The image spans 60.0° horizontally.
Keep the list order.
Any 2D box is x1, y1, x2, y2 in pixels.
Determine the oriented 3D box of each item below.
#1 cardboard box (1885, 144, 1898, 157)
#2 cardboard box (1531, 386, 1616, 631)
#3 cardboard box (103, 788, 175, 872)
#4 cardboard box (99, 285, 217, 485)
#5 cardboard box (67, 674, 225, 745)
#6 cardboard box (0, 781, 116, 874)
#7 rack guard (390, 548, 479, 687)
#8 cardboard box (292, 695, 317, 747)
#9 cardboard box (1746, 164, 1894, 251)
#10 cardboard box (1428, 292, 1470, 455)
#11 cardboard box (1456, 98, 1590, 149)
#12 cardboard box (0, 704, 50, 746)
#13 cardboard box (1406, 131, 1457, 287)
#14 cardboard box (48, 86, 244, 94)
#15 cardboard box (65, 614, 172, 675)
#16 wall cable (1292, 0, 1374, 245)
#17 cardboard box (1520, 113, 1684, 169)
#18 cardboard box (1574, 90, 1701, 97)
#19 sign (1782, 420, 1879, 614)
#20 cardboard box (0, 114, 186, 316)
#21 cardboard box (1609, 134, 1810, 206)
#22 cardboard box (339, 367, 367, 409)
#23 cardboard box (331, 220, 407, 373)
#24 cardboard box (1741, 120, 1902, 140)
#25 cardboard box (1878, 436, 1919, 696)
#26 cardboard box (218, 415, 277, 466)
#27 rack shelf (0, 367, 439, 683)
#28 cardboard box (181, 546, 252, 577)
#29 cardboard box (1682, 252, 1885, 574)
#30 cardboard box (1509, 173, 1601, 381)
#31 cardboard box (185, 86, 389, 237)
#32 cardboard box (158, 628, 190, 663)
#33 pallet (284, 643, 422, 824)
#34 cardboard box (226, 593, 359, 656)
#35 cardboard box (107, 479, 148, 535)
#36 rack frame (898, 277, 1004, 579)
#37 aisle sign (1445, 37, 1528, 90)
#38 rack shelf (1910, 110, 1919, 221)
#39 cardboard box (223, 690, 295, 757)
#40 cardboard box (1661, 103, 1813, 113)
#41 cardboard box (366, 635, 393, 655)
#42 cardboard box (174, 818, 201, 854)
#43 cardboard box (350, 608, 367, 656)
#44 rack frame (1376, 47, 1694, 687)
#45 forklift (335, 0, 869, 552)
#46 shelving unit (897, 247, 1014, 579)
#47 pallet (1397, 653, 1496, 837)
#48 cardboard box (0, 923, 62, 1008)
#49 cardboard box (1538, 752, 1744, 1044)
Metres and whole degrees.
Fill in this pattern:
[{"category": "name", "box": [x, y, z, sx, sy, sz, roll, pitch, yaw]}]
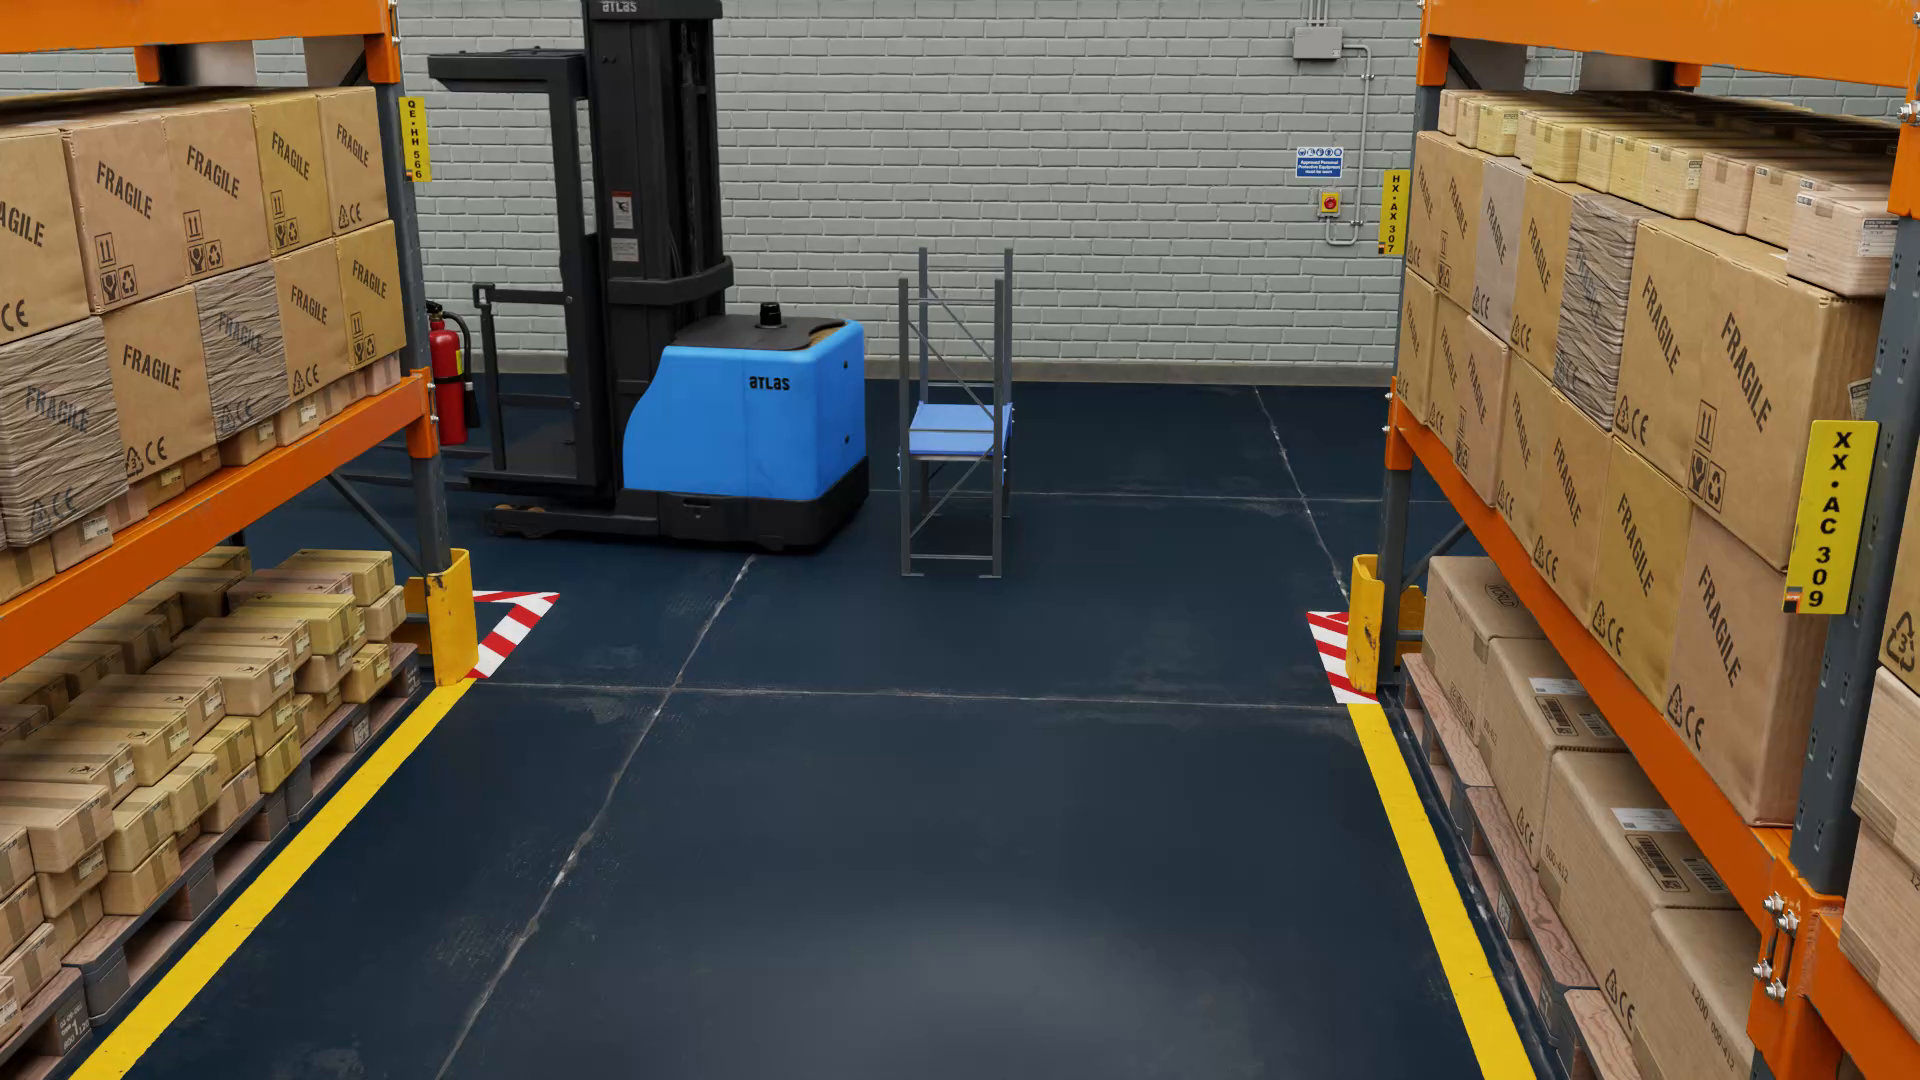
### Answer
[{"category": "cardboard box", "box": [2.348, -0.814, 3.783, 0.380, 0.149, 0.250, 1, 18, 2]}, {"category": "cardboard box", "box": [1.792, -0.087, 4.210, 0.500, 0.500, 0.500, 1, 18, 3]}, {"category": "cardboard box", "box": [-2.582, 0.853, 4.928, 0.380, 0.149, 0.250, 1, 18, 3]}, {"category": "cardboard box", "box": [-2.587, -0.466, 4.890, 0.500, 0.500, 0.500, 2, 18, 7]}, {"category": "cardboard box", "box": [-2.624, 0.551, 5.373, 0.380, 0.149, 0.250, 1, 18, 2]}, {"category": "cardboard box", "box": [-2.609, 0.795, 4.628, 0.380, 0.149, 0.250, 2, 18, 5]}, {"category": "rack guard", "box": [-2.702, 0.317, 7.153, 1.175, 0.500, 0.348, 1, 18, 4]}, {"category": "cardboard box", "box": [-2.554, 0.668, 5.971, 0.380, 0.149, 0.250, 1, 18, 4]}, {"category": "cardboard box", "box": [1.820, -0.664, 3.323, 0.380, 0.149, 0.250, 1, 18, 4]}, {"category": "cardboard box", "box": [1.918, -0.563, 5.662, 0.500, 0.500, 0.500, 1, 18, 3]}, {"category": "cardboard box", "box": [1.865, -1.381, 5.513, 0.380, 0.149, 0.250, 2, 18, 6]}, {"category": "cardboard box", "box": [-3.071, 0.622, 5.155, 0.380, 0.149, 0.250, 1, 18, 4]}, {"category": "cardboard box", "box": [1.929, -1.195, 5.988, 0.500, 0.500, 0.500, 1, 18, 3]}, {"category": "cardboard box", "box": [-2.994, -1.425, 6.211, 0.500, 0.500, 0.500, 1, 18, 4]}, {"category": "cardboard box", "box": [-3.054, 0.376, 5.908, 0.380, 0.149, 0.250, 0, 18, 1]}, {"category": "wall cable", "box": [2.629, -3.065, 11.778, 0.585, 1.953, 0.123, 1, 18, 4]}, {"category": "cardboard box", "box": [1.838, -1.140, 4.776, 0.380, 0.149, 0.250, 1, 18, 4]}, {"category": "cardboard box", "box": [2.422, -1.531, 5.969, 0.380, 0.149, 0.250, 2, 18, 5]}, {"category": "sign", "box": [1.407, -0.034, 2.693, 0.100, 0.325, 0.005, 1, 18, 4]}, {"category": "cardboard box", "box": [-2.581, -0.928, 4.693, 0.500, 0.500, 0.500, 1, 18, 2]}, {"category": "cardboard box", "box": [1.820, -0.903, 4.052, 0.380, 0.149, 0.250, 1, 18, 3]}, {"category": "cardboard box", "box": [-2.494, -0.591, 6.314, 0.380, 0.149, 0.250, 1, 18, 4]}, {"category": "cardboard box", "box": [-2.472, -0.938, 6.331, 0.500, 0.500, 0.500, 2, 18, 5]}, {"category": "cardboard box", "box": [2.347, -1.052, 4.508, 0.380, 0.149, 0.250, 2, 18, 6]}, {"category": "cardboard box", "box": [1.643, 0.034, 2.235, 0.500, 0.500, 0.500, 1, 18, 5]}, {"category": "cardboard box", "box": [-2.540, -0.352, 5.584, 0.380, 0.149, 0.250, 0, 18, 1]}, {"category": "rack shelf", "box": [-2.840, 0.068, 5.052, 1.077, 0.370, 4.000, 1, 18, 4]}, {"category": "cardboard box", "box": [-3.073, 0.133, 6.649, 0.380, 0.149, 0.250, 0, 18, 1]}, {"category": "cardboard box", "box": [1.719, -0.249, 3.098, 0.500, 0.500, 0.500, 1, 18, 3]}, {"category": "cardboard box", "box": [1.835, -0.720, 4.536, 0.500, 0.500, 0.500, 1, 18, 4]}, {"category": "cardboard box", "box": [-2.482, -1.411, 6.168, 0.500, 0.500, 0.500, 1, 18, 3]}, {"category": "cardboard box", "box": [-2.996, 0.438, 6.195, 0.380, 0.149, 0.250, 2, 18, 5]}, {"category": "pallet", "box": [-2.796, 0.706, 6.431, 1.003, 0.211, 1.213, 1, 18, 4]}, {"category": "cardboard box", "box": [-2.449, 0.308, 6.115, 0.380, 0.149, 0.250, 1, 18, 3]}, {"category": "cardboard box", "box": [-2.618, -0.108, 4.839, 0.380, 0.149, 0.250, 2, 18, 6]}, {"category": "rack frame", "box": [-0.043, -0.528, 8.127, 0.500, 1.500, 0.032, 1, 18, 4]}, {"category": "aisle sign", "box": [1.964, -2.080, 6.278, 0.394, 0.787, 0.004, 1, 18, 4]}, {"category": "rack shelf", "box": [1.818, -0.036, 0.553, 1.077, 0.370, 4.000, 1, 18, 4]}, {"category": "cardboard box", "box": [-2.510, 0.612, 5.664, 0.380, 0.149, 0.250, 2, 18, 5]}, {"category": "cardboard box", "box": [2.434, -1.292, 5.240, 0.380, 0.149, 0.250, 2, 18, 5]}, {"category": "cardboard box", "box": [-2.527, 0.429, 6.702, 0.380, 0.149, 0.250, 2, 18, 5]}, {"category": "cardboard box", "box": [-2.642, 0.910, 5.233, 0.380, 0.149, 0.250, 2, 18, 5]}, {"category": "cardboard box", "box": [-2.523, 0.369, 6.405, 0.380, 0.149, 0.250, 1, 18, 3]}, {"category": "rack frame", "box": [2.248, -0.816, 6.595, 1.000, 3.000, 0.127, 1, 18, 4]}, {"category": "forklift", "box": [-2.091, -1.556, 8.965, 3.031, 2.935, 1.130, 4, 19, 13]}, {"category": "shelving unit", "box": [-0.006, -0.686, 8.609, 0.538, 1.500, 1.048, 1, 18, 4]}, {"category": "pallet", "box": [2.268, 0.760, 6.266, 1.003, 0.211, 1.213, 1, 18, 4]}, {"category": "cardboard box", "box": [-2.684, 1.156, 4.482, 0.380, 0.149, 0.250, 1, 18, 3]}, {"category": "cardboard box", "box": [2.177, 0.974, 4.573, 0.875, 0.438, 0.875, 1, 18, 2]}]
